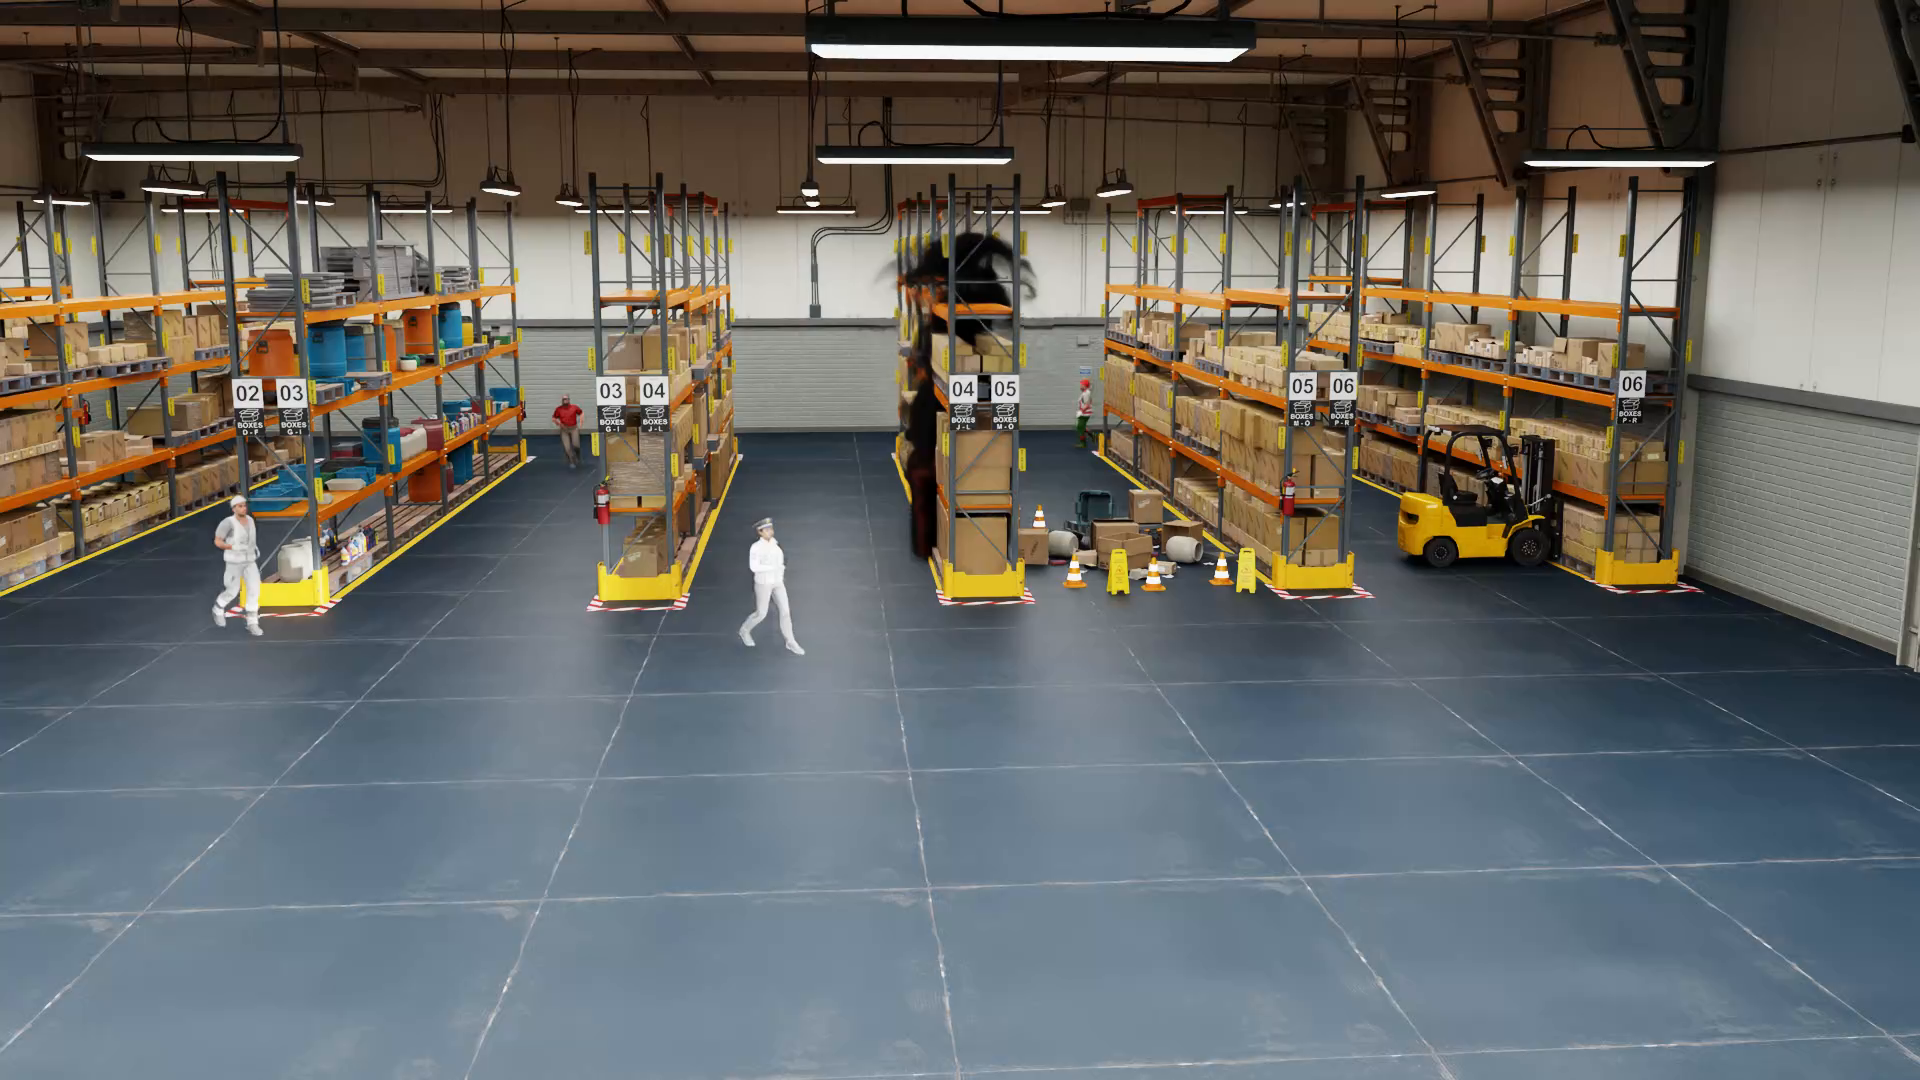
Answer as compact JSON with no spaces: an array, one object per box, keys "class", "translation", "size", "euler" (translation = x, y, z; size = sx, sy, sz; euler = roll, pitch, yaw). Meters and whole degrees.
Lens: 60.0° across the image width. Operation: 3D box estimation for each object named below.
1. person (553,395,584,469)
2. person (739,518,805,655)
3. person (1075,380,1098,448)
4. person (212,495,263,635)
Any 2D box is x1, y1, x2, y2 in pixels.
[{"class":"person","translation":[-8.902,-2.463,37.818],"size":[0.695,1.682,0.536],"euler":[-2,10,-10]},{"class":"person","translation":[-2.346,0.545,20.644],"size":[0.992,1.674,0.623],"euler":[9,13,40]},{"class":"person","translation":[3.172,-3.134,41.495],"size":[0.590,1.740,0.720],"euler":[1,10,4]},{"class":"person","translation":[-9.428,0.310,21.781],"size":[0.874,1.802,0.674],"euler":[6,12,32]}]
